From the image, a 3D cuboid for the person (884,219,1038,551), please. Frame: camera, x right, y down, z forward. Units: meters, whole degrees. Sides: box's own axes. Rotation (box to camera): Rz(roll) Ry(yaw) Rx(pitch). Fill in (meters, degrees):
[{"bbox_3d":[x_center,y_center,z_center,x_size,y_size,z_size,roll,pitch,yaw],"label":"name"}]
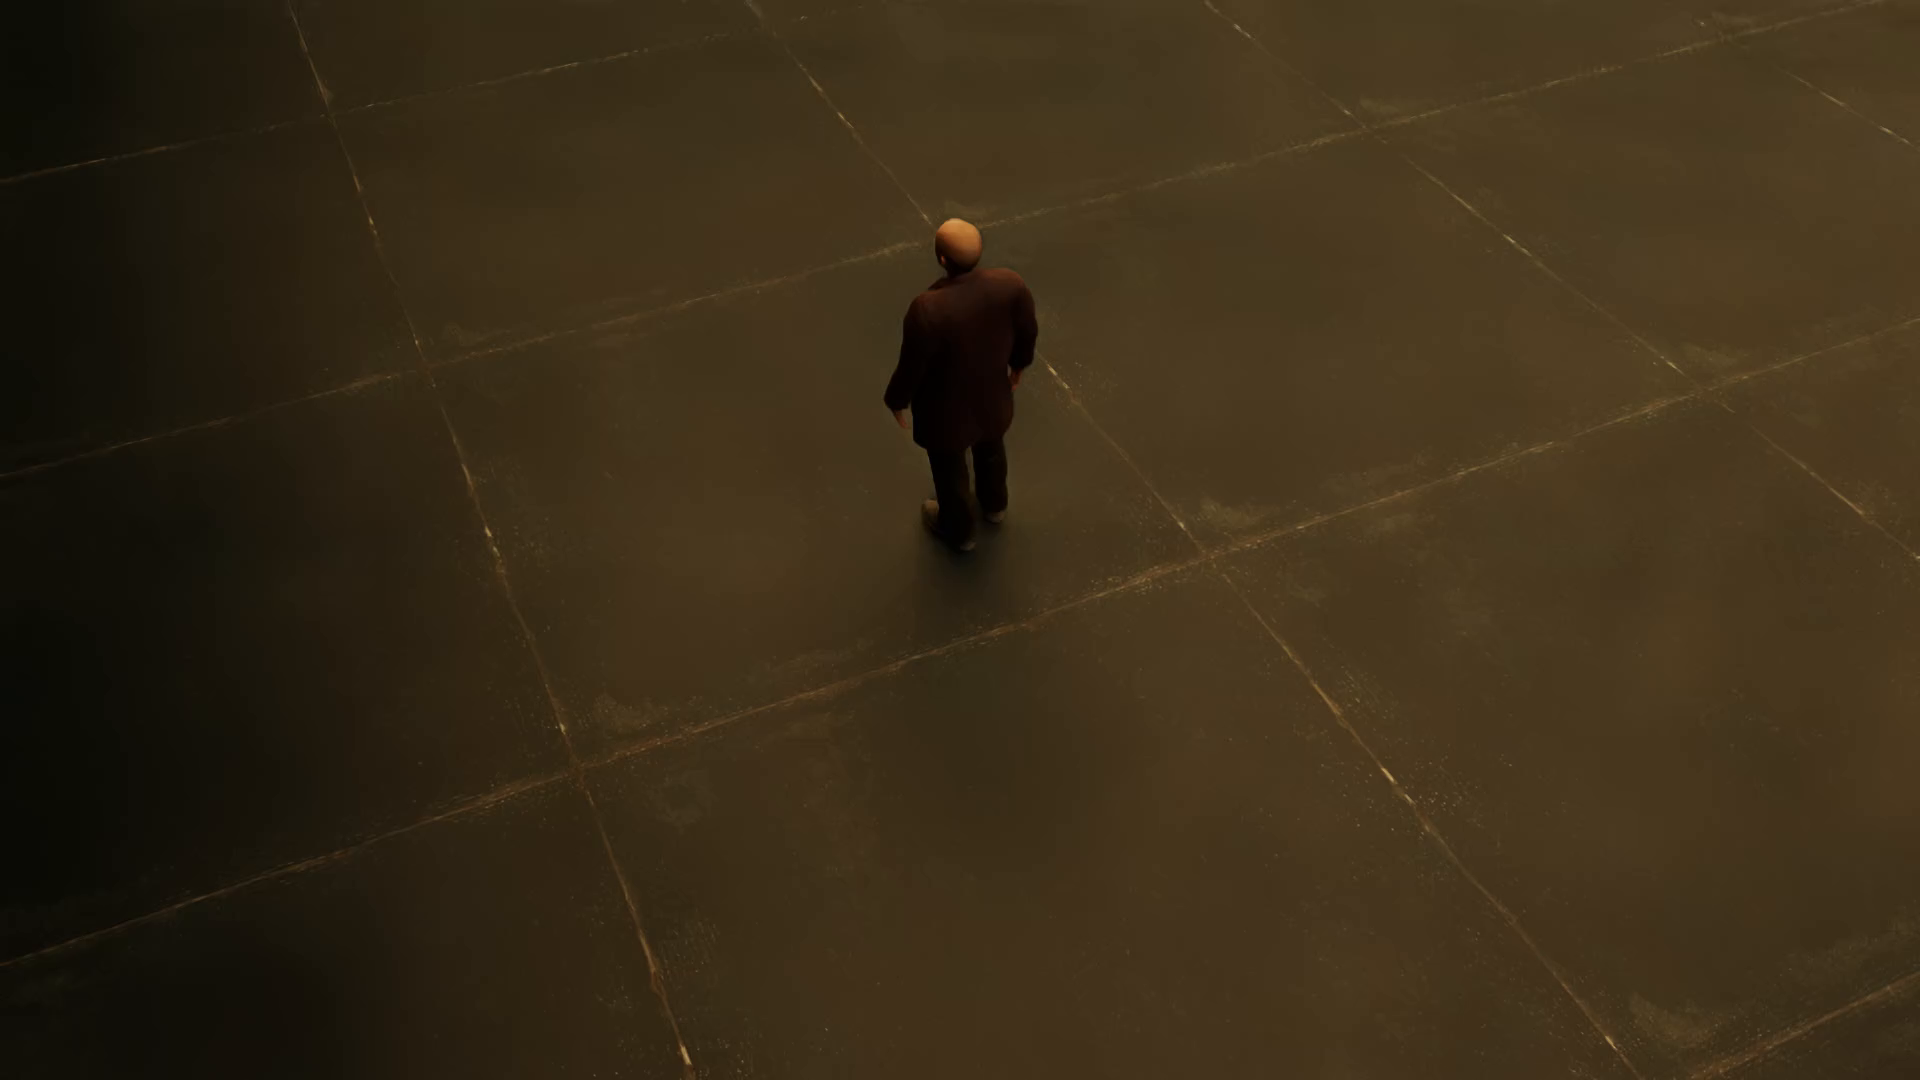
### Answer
[{"bbox_3d":[-0.034,-0.713,7.279,0.694,1.776,0.580,-18,46,-18],"label":"person"}]
